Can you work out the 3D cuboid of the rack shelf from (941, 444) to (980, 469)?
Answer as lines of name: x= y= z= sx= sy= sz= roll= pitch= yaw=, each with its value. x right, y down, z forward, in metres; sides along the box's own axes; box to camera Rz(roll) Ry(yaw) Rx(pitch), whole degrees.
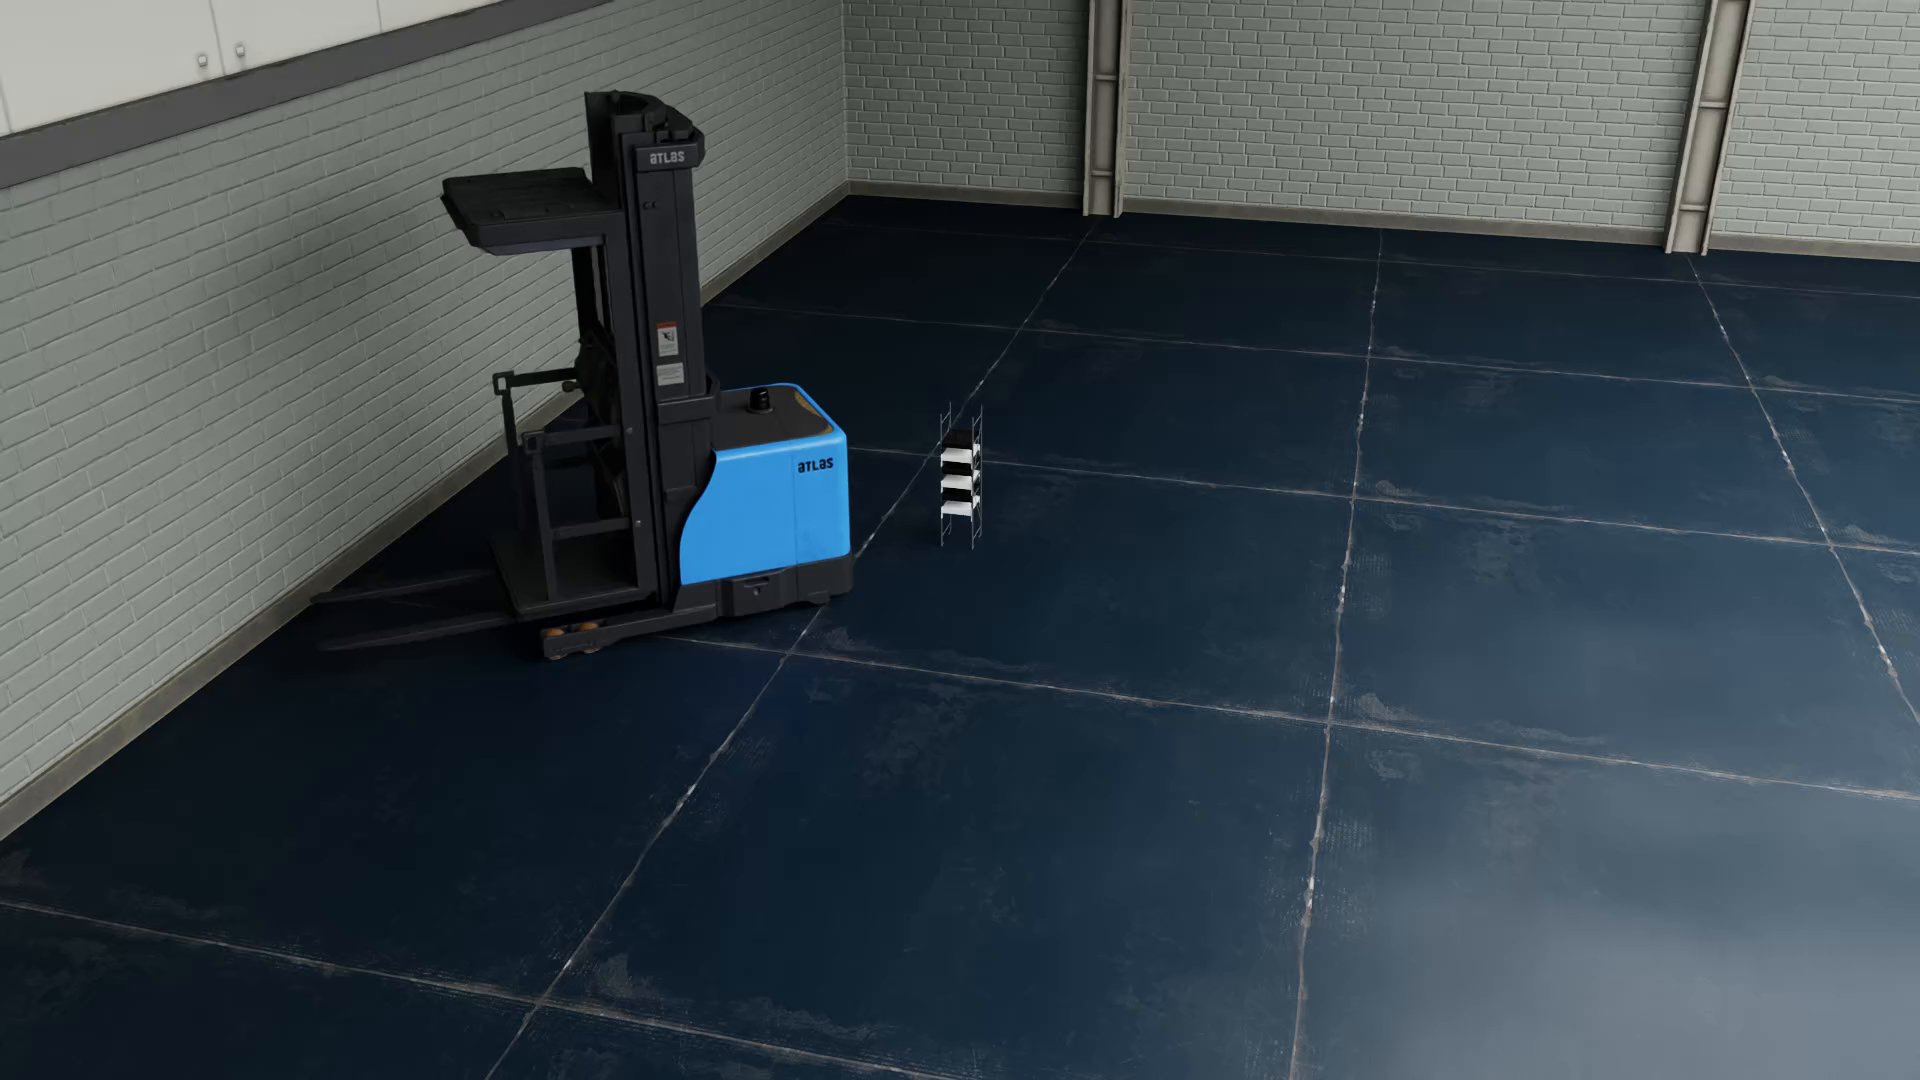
rack shelf: x=0.008 y=-0.538 z=10.492 sx=0.200 sy=0.077 sz=0.258 roll=6 pitch=26 yaw=13

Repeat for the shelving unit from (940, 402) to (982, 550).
shelving unit: x=0.008 y=-0.405 z=10.555 sx=0.210 sy=0.900 sz=0.258 roll=6 pitch=26 yaw=13

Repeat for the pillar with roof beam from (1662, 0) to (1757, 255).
pillar with roof beam: x=6.310 y=-5.228 z=11.262 sx=0.400 sy=9.000 sz=9.100 roll=6 pitch=26 yaw=13

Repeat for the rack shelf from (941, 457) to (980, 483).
rack shelf: x=0.008 y=-0.457 z=10.530 sx=0.200 sy=0.077 sz=0.258 roll=6 pitch=26 yaw=13

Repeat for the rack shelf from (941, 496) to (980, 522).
rack shelf: x=0.008 y=-0.213 z=10.646 sx=0.200 sy=0.077 sz=0.258 roll=6 pitch=26 yaw=13

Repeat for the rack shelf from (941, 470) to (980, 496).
rack shelf: x=0.008 y=-0.375 z=10.569 sx=0.200 sy=0.077 sz=0.258 roll=6 pitch=26 yaw=13

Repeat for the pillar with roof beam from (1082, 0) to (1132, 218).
pillar with roof beam: x=0.499 y=-5.870 z=12.611 sx=0.400 sy=9.000 sz=9.100 roll=6 pitch=26 yaw=13

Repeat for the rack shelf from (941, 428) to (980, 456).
rack shelf: x=0.008 y=-0.619 z=10.453 sx=0.200 sy=0.077 sz=0.258 roll=6 pitch=26 yaw=13

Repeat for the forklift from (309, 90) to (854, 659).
forklift: x=-2.205 y=-0.910 z=9.253 sx=3.031 sy=2.935 sz=1.130 roll=-10 pitch=27 yaw=-20

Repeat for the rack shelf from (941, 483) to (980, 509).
rack shelf: x=0.008 y=-0.294 z=10.608 sx=0.200 sy=0.077 sz=0.258 roll=6 pitch=26 yaw=13

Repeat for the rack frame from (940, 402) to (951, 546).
rack frame: x=-0.091 y=-0.416 z=10.578 sx=0.006 sy=0.900 sz=0.240 roll=6 pitch=26 yaw=13

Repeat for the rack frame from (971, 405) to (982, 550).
rack frame: x=0.106 y=-0.395 z=10.532 sx=0.006 sy=0.900 sz=0.240 roll=6 pitch=26 yaw=13
